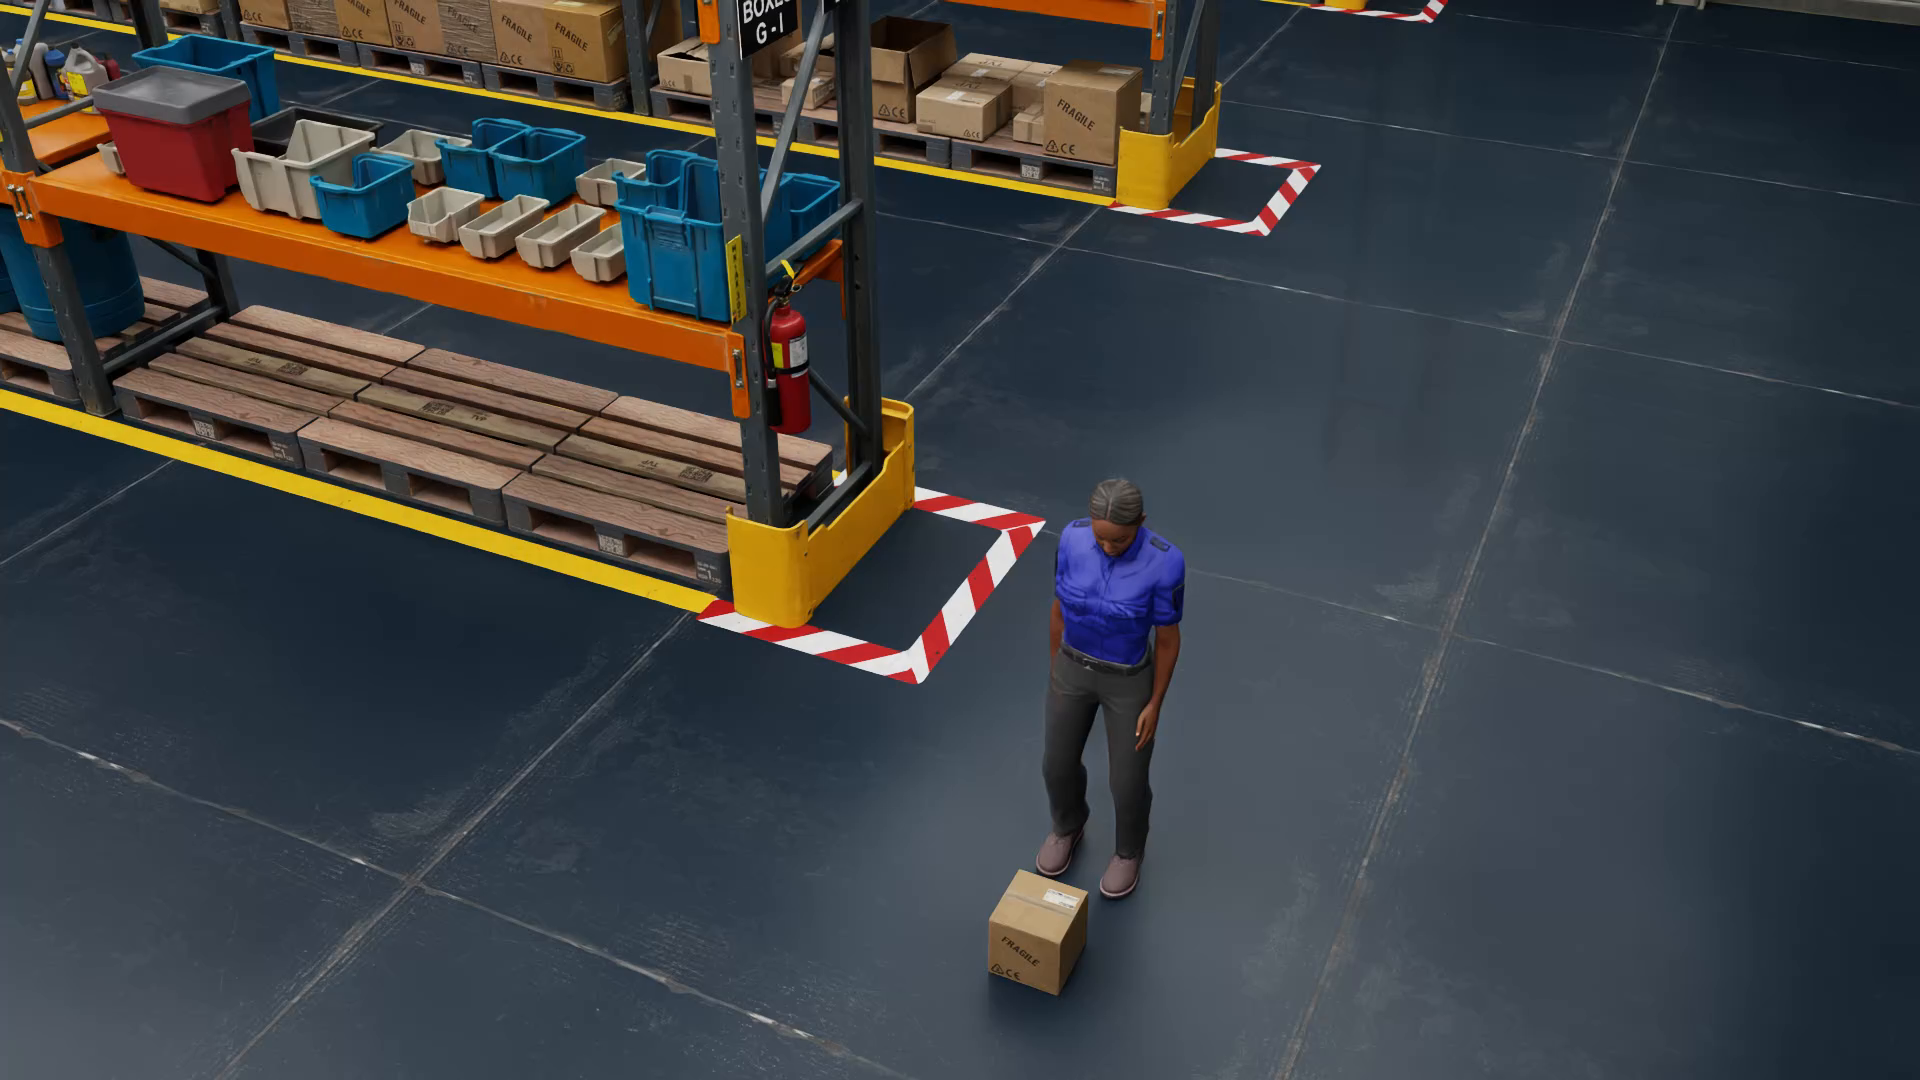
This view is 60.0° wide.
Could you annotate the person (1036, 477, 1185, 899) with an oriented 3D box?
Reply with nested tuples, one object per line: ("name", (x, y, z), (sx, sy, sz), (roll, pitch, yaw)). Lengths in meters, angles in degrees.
("person", (0.495, 0.479, 5.469), (0.446, 1.628, 0.325), (15, 37, 21))
